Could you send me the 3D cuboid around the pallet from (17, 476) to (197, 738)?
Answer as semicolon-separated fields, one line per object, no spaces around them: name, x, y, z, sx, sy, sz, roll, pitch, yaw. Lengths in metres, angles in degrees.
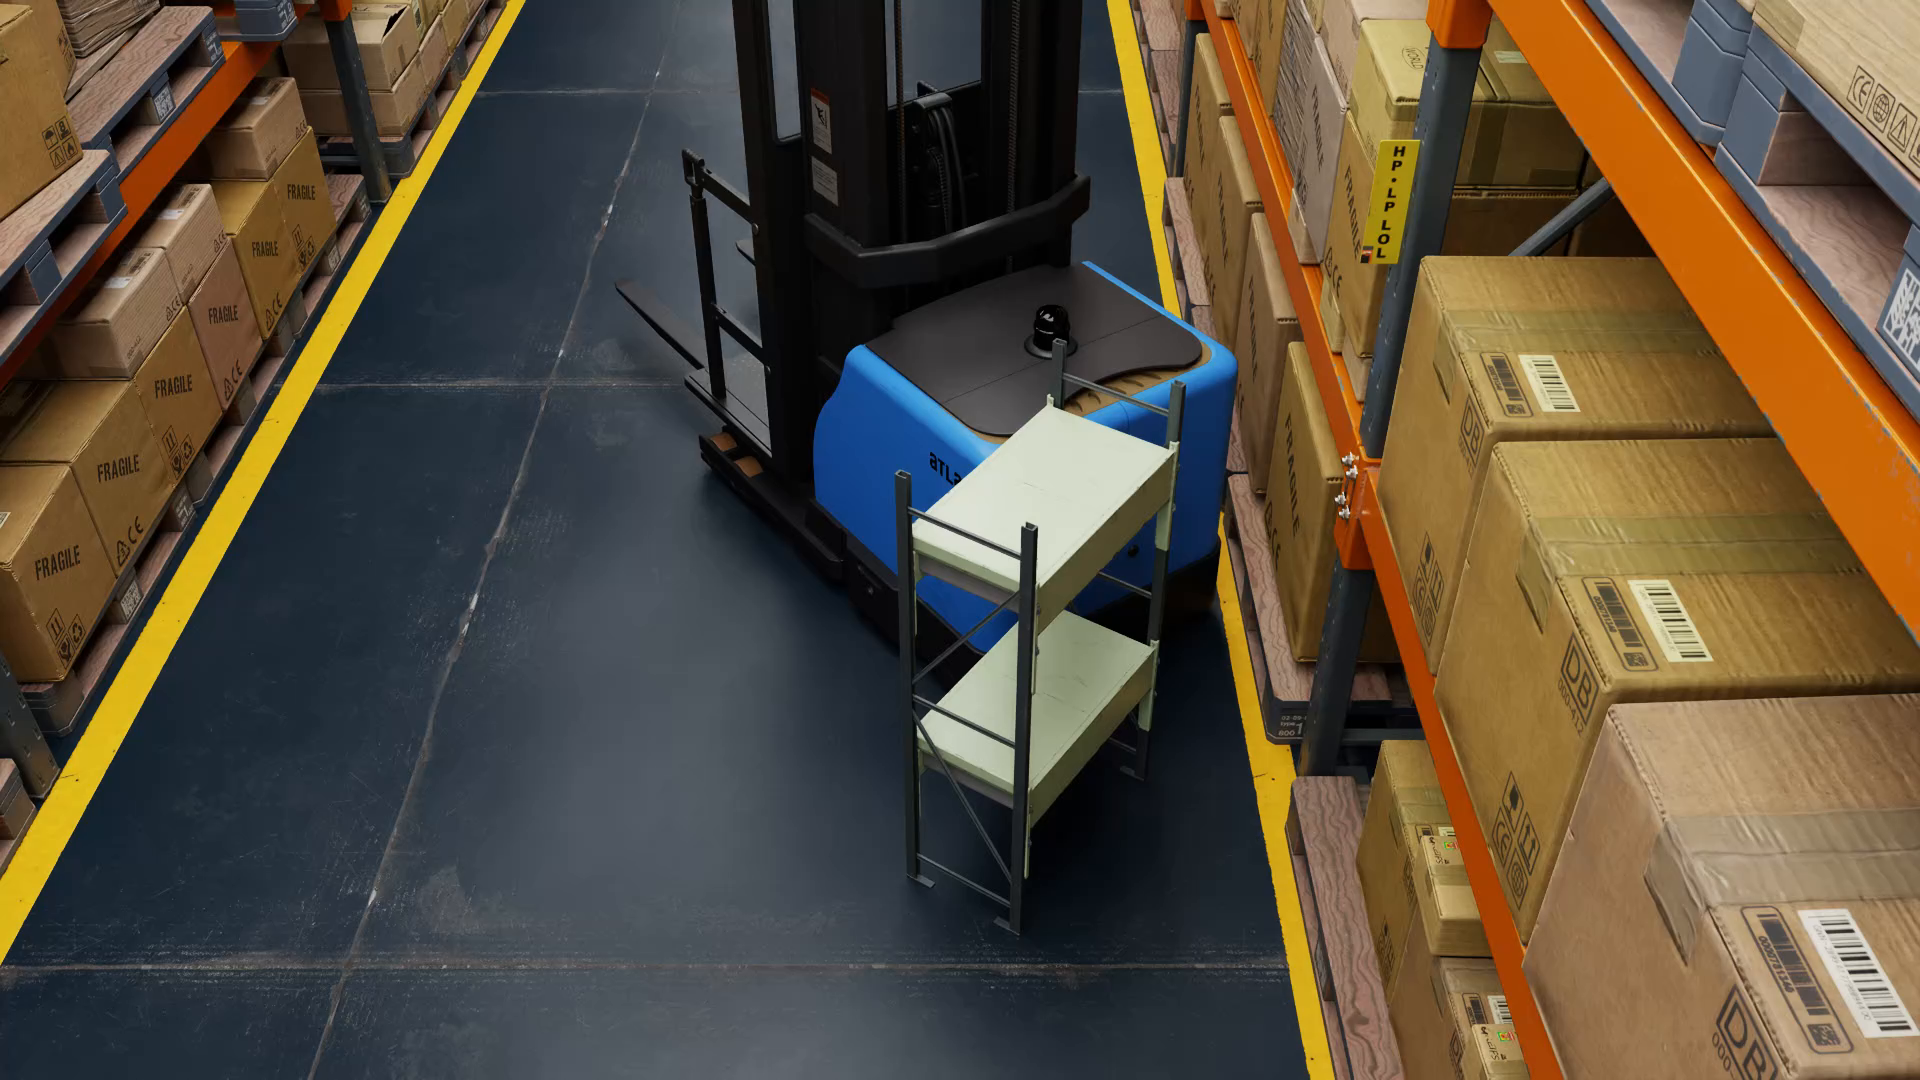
pallet;-3.414;0.190;5.844;1.003;0.211;1.213;0;39;0

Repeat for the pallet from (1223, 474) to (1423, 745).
pallet;1.502;0.211;5.818;1.003;0.211;1.213;0;39;0

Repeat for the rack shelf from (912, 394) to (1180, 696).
rack shelf;0.218;-0.005;4.433;0.431;0.370;0.720;23;44;26

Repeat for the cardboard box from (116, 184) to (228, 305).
cardboard box;-3.135;-1.120;6.296;0.500;0.250;0.500;-1;39;-1

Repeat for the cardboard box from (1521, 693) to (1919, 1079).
cardboard box;1.569;0.739;2.690;0.980;0.700;0.700;-2;39;-2

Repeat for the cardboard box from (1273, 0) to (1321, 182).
cardboard box;1.323;-1.480;5.364;0.500;0.500;0.500;0;39;0

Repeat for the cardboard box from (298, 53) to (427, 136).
cardboard box;-3.087;-2.309;8.596;0.500;0.250;0.500;0;39;0

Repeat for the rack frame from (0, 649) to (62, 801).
rack frame;-3.375;-0.389;4.337;1.000;3.000;0.127;0;39;0

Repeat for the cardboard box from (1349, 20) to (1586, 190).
cardboard box;1.322;-1.142;4.343;0.500;0.250;0.500;1;39;1

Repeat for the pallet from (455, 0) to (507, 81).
pallet;-3.341;-3.078;9.922;1.003;0.211;1.213;0;39;0

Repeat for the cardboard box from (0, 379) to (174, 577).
cardboard box;-3.144;-0.222;5.775;0.500;0.500;0.500;0;39;1

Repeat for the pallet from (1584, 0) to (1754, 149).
pallet;1.569;-1.019;2.796;1.003;0.211;1.213;0;39;0

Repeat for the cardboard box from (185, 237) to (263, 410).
cardboard box;-3.137;-0.850;6.559;0.500;0.500;0.500;-1;39;-2

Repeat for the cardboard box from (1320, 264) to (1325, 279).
cardboard box;1.316;-0.836;5.079;0.380;0.149;0.250;1;39;1

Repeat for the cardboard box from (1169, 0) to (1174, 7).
cardboard box;1.597;-3.492;9.855;0.700;0.500;0.500;0;39;0

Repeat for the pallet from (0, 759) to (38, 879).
pallet;-3.376;1.129;4.673;1.003;0.211;1.213;0;39;0

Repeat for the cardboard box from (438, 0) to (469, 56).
cardboard box;-3.095;-2.949;9.394;0.500;0.250;0.500;-1;39;-1

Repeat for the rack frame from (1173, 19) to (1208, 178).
rack frame;1.574;-2.896;7.466;1.000;3.000;0.127;0;39;0

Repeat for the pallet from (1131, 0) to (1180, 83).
pallet;1.576;-3.058;9.897;1.003;0.211;1.213;0;39;0

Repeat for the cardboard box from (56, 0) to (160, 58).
cardboard box;-3.457;-2.128;6.091;0.700;0.500;0.500;7;39;8

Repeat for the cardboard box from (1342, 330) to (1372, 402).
cardboard box;1.295;-0.516;4.680;0.380;0.149;0.250;0;39;0

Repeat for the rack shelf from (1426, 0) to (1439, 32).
rack shelf;1.576;-2.536;5.192;1.077;0.370;4.000;0;39;0

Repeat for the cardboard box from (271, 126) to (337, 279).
cardboard box;-3.144;-1.502;7.373;0.500;0.500;0.500;1;39;2

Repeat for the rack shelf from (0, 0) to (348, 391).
rack shelf;-3.378;-1.359;6.123;1.077;0.370;4.000;0;39;0

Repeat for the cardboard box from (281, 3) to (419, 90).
cardboard box;-3.087;-2.528;8.420;0.500;0.311;0.500;1;39;1

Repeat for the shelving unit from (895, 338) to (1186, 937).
shelving unit;0.218;0.299;4.677;0.431;1.500;0.755;23;44;26

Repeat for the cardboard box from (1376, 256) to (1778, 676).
cardboard box;1.563;-0.173;3.827;0.980;0.700;0.700;1;39;1

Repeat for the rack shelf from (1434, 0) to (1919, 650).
rack shelf;1.580;-0.034;2.071;1.077;0.370;4.000;0;39;0

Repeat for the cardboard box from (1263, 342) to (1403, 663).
cardboard box;1.447;-0.126;5.392;0.750;0.750;0.750;0;39;0

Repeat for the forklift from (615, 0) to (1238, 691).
forklift;-0.365;-1.461;5.729;1.130;2.935;3.031;-24;45;-27

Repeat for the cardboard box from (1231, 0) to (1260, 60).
cardboard box;1.309;-2.118;6.160;0.500;0.500;0.500;0;39;0

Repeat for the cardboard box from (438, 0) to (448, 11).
cardboard box;-3.094;-3.175;9.228;0.500;0.311;0.500;-1;39;-1

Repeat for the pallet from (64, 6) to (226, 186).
pallet;-3.373;-1.600;6.001;1.003;0.211;1.213;0;39;0

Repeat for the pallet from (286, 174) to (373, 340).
pallet;-3.417;-1.335;7.748;1.003;0.211;1.213;0;39;0

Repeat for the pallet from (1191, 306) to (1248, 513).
pallet;1.498;-0.554;6.773;1.003;0.211;1.213;0;39;0

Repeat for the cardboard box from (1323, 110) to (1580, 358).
cardboard box;1.326;-0.846;4.574;0.500;0.500;0.500;-1;39;-1

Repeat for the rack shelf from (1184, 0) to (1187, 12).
rack shelf;1.571;-3.866;9.251;1.077;0.370;4.000;0;39;0

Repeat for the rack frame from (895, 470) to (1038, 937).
rack frame;0.012;0.488;4.441;0.400;1.500;0.023;23;44;26

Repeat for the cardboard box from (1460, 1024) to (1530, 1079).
cardboard box;1.295;1.172;3.533;0.380;0.149;0.250;-1;39;-1

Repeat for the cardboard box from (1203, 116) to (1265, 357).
cardboard box;1.438;-1.214;6.749;0.750;0.750;0.750;0;39;0

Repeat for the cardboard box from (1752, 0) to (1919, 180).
cardboard box;1.310;-0.638;1.953;0.500;0.250;0.500;-1;39;-1

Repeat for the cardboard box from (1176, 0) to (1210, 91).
cardboard box;1.521;-2.543;8.672;0.700;0.500;0.500;0;39;1

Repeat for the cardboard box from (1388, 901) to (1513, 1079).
cardboard box;1.474;1.198;4.019;0.700;0.500;0.500;0;39;-1

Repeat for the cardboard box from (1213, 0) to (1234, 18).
cardboard box;1.250;-2.276;6.877;0.380;0.149;0.250;1;39;1

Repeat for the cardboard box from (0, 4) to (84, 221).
cardboard box;-3.217;-1.318;5.081;0.700;0.500;0.500;6;39;7
